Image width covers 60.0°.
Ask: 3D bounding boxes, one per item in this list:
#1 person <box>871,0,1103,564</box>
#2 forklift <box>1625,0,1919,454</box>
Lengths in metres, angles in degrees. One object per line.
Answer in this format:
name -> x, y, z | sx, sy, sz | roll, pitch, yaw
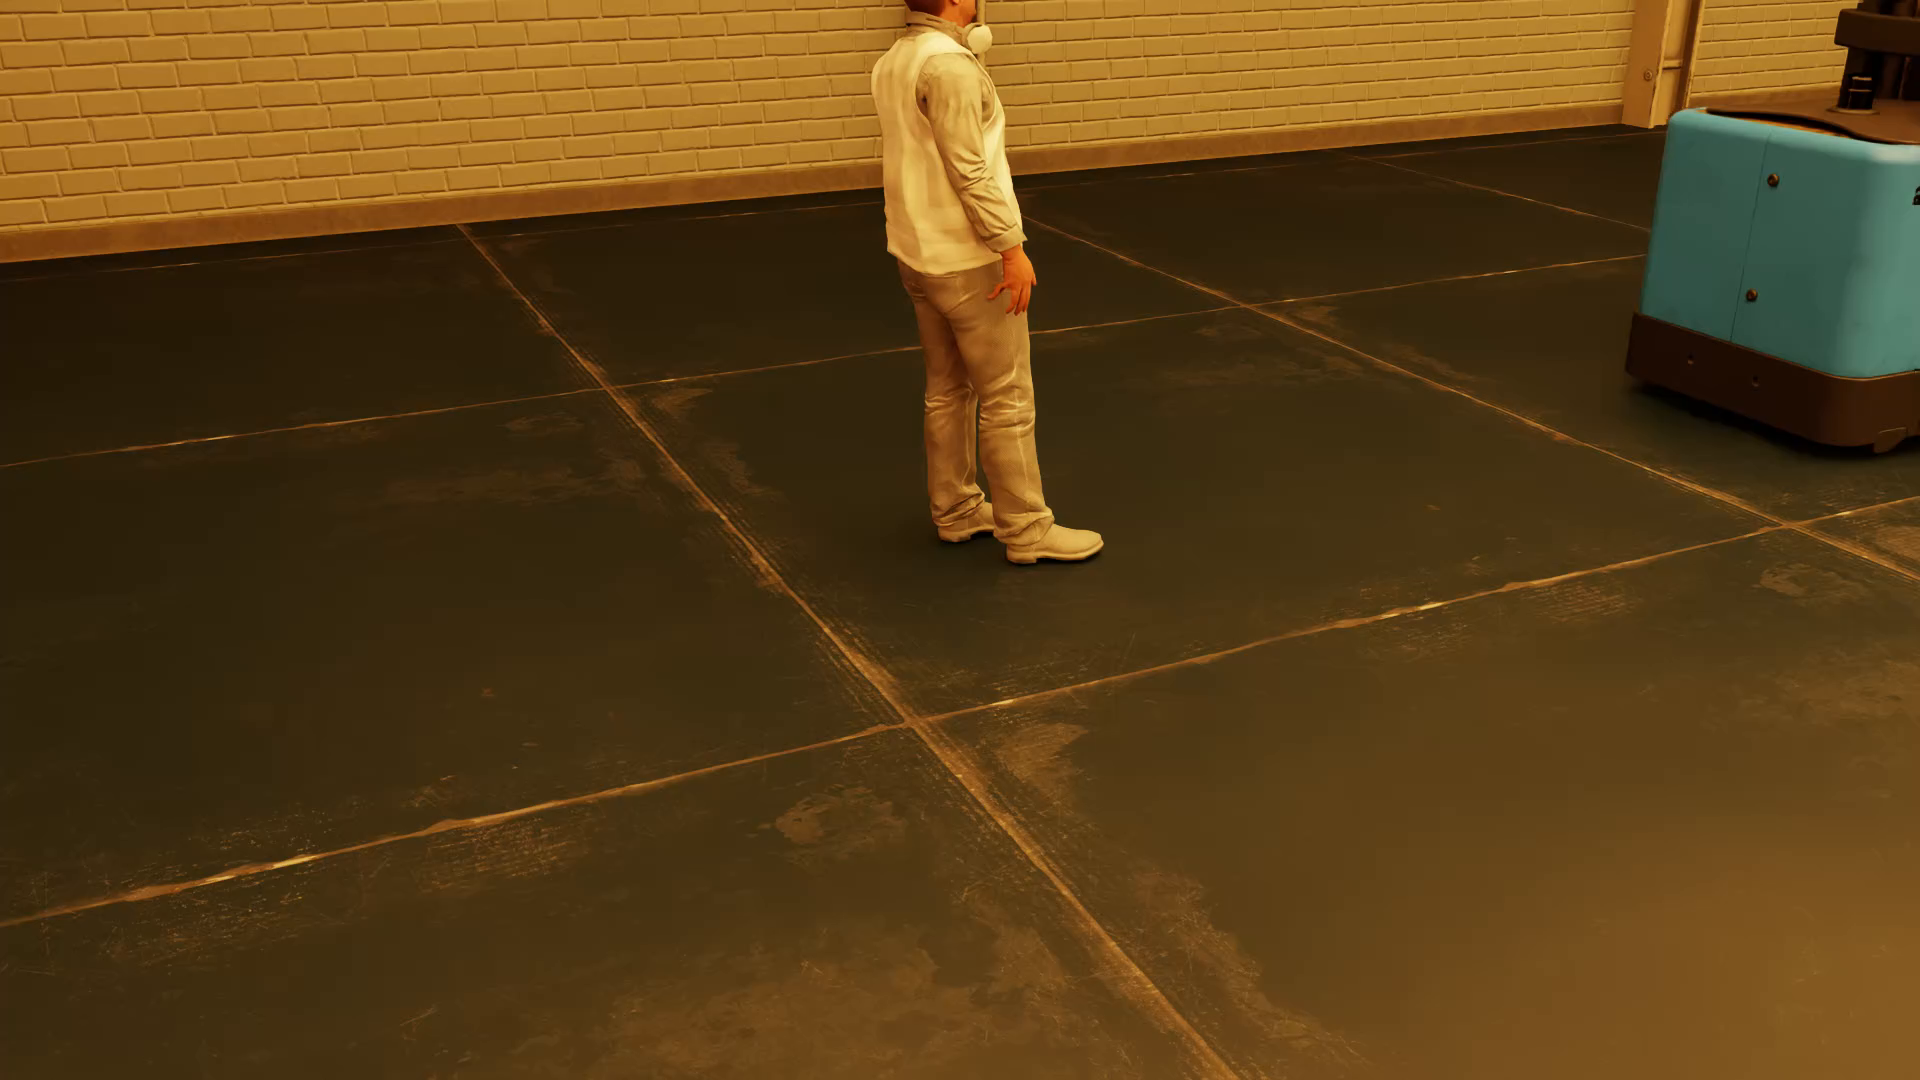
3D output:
person -> 0.060, -0.833, 4.781 | 0.568, 1.773, 0.632 | -10, 25, -23
forklift -> 4.168, -2.006, 6.114 | 3.031, 2.935, 1.130 | -9, 24, -21
